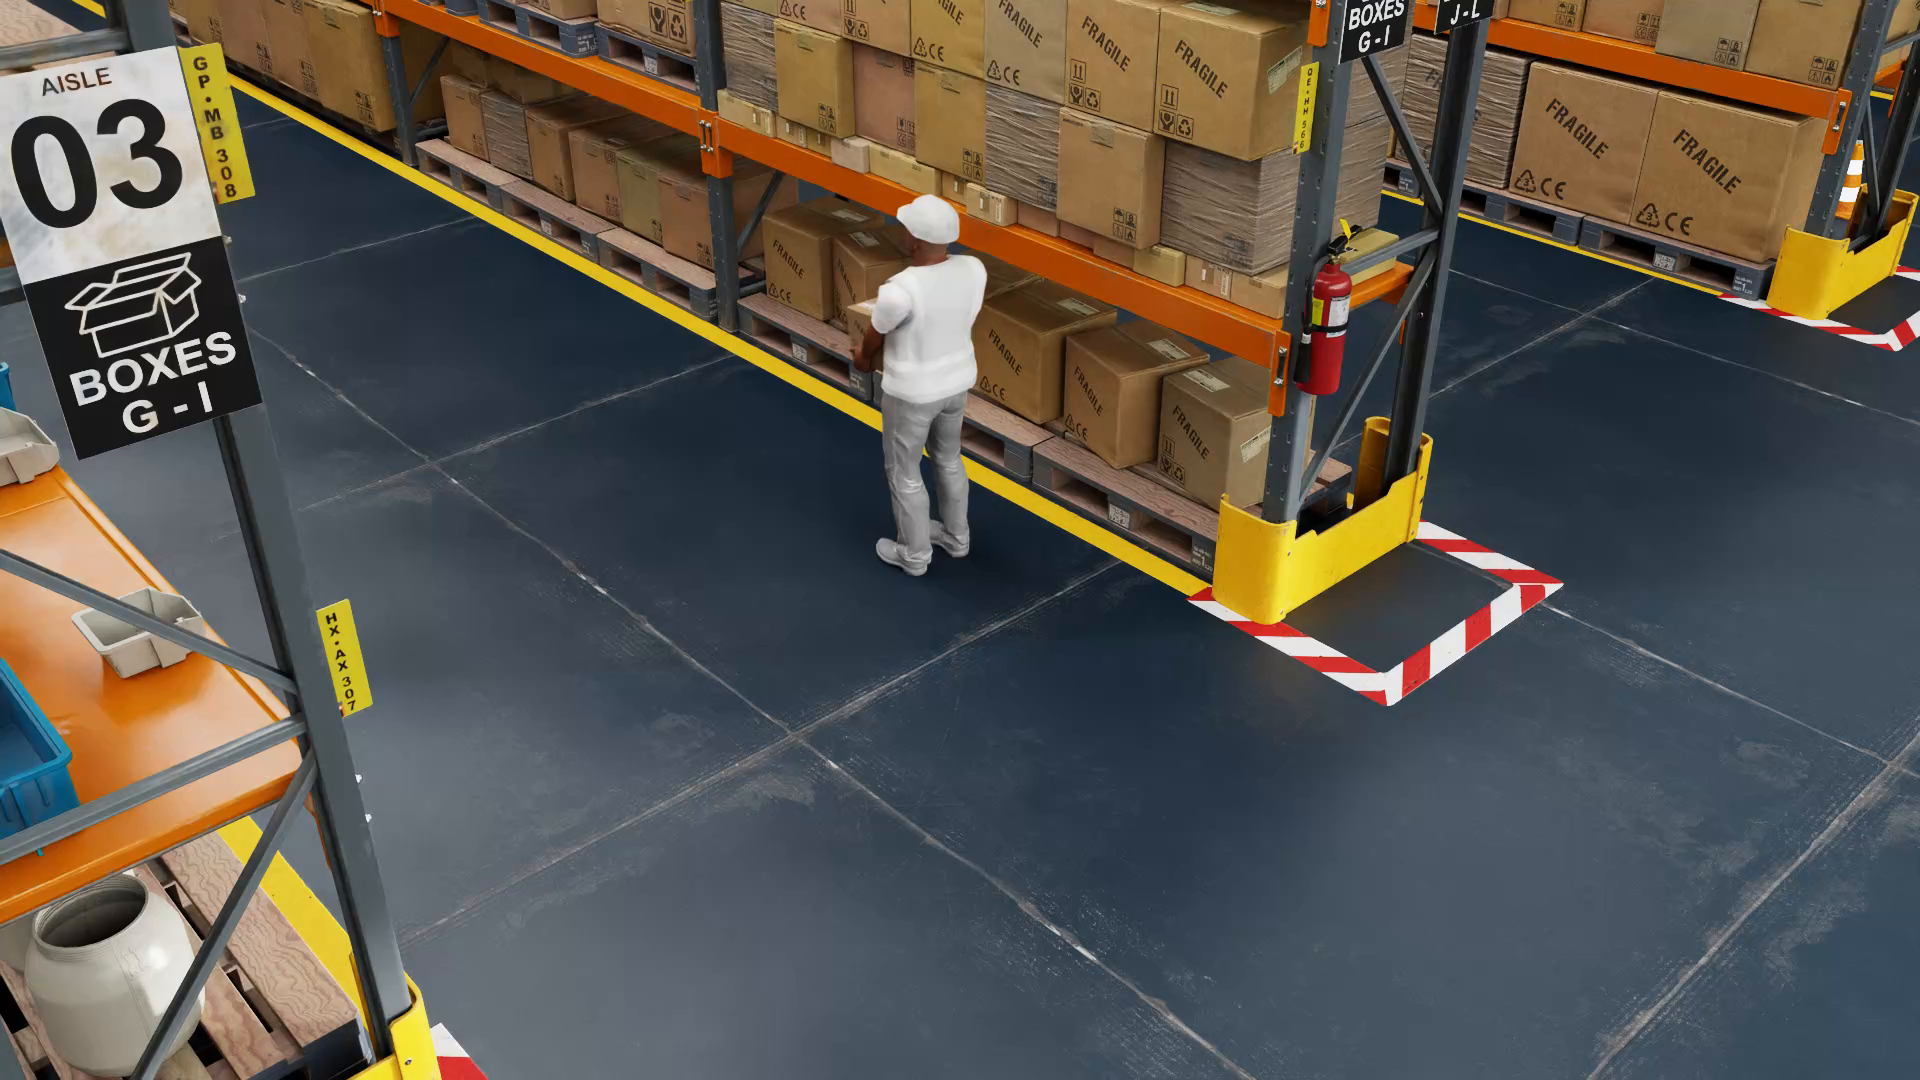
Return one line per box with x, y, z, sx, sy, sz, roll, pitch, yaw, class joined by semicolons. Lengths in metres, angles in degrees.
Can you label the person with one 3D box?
-0.209;-0.700;7.261;0.502;1.758;0.587;-23;38;-33;person
